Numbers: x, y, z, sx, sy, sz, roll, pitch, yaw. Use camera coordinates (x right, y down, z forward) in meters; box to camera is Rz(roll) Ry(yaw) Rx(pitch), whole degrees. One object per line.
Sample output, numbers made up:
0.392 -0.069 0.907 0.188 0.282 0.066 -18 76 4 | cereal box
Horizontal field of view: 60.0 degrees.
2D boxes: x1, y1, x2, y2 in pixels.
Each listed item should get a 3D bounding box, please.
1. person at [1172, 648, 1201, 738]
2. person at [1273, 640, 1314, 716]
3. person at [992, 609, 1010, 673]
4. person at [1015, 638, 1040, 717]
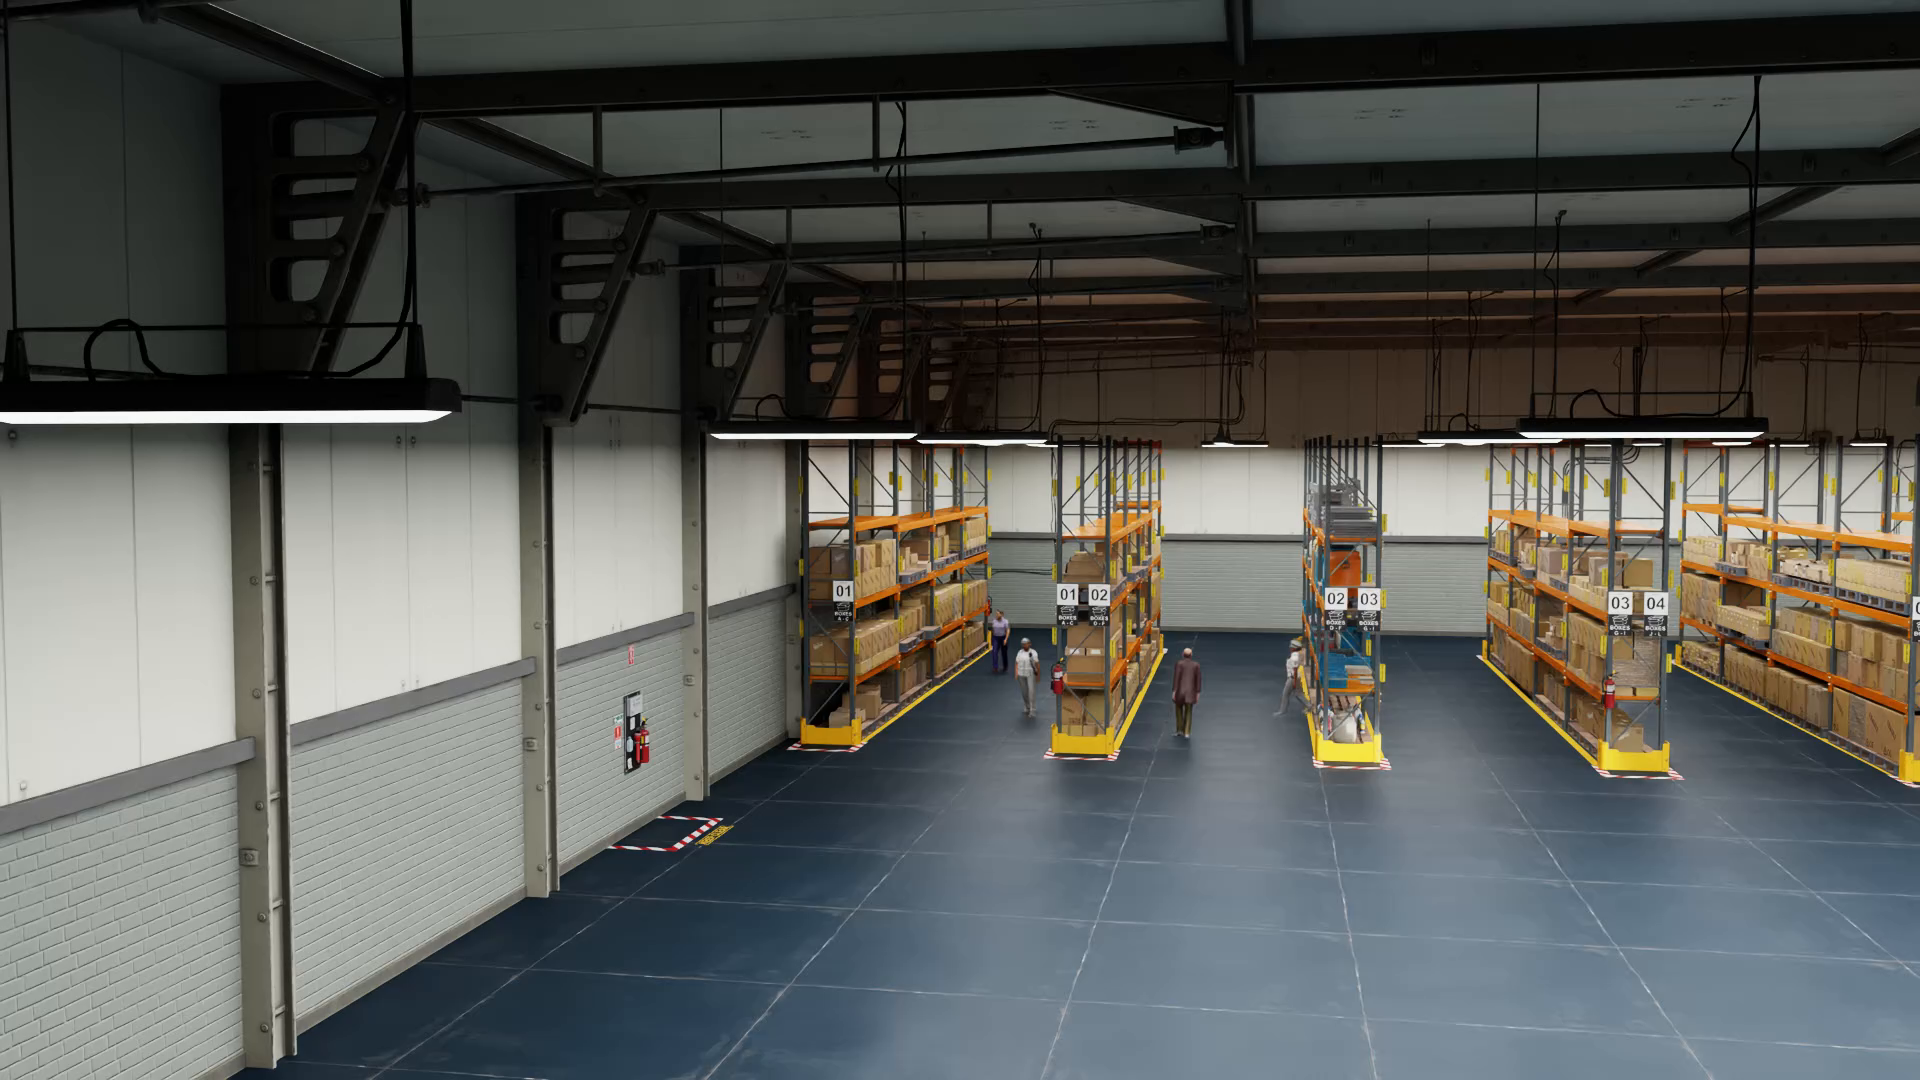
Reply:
4.513 3.070 33.101 0.592 1.834 0.607 0 3 5 | person
7.160 2.955 35.616 0.894 1.637 0.491 1 3 9 | person
1.030 2.589 42.705 0.501 1.611 0.899 1 3 15 | person
1.459 2.945 35.948 0.584 1.640 0.759 1 3 25 | person
